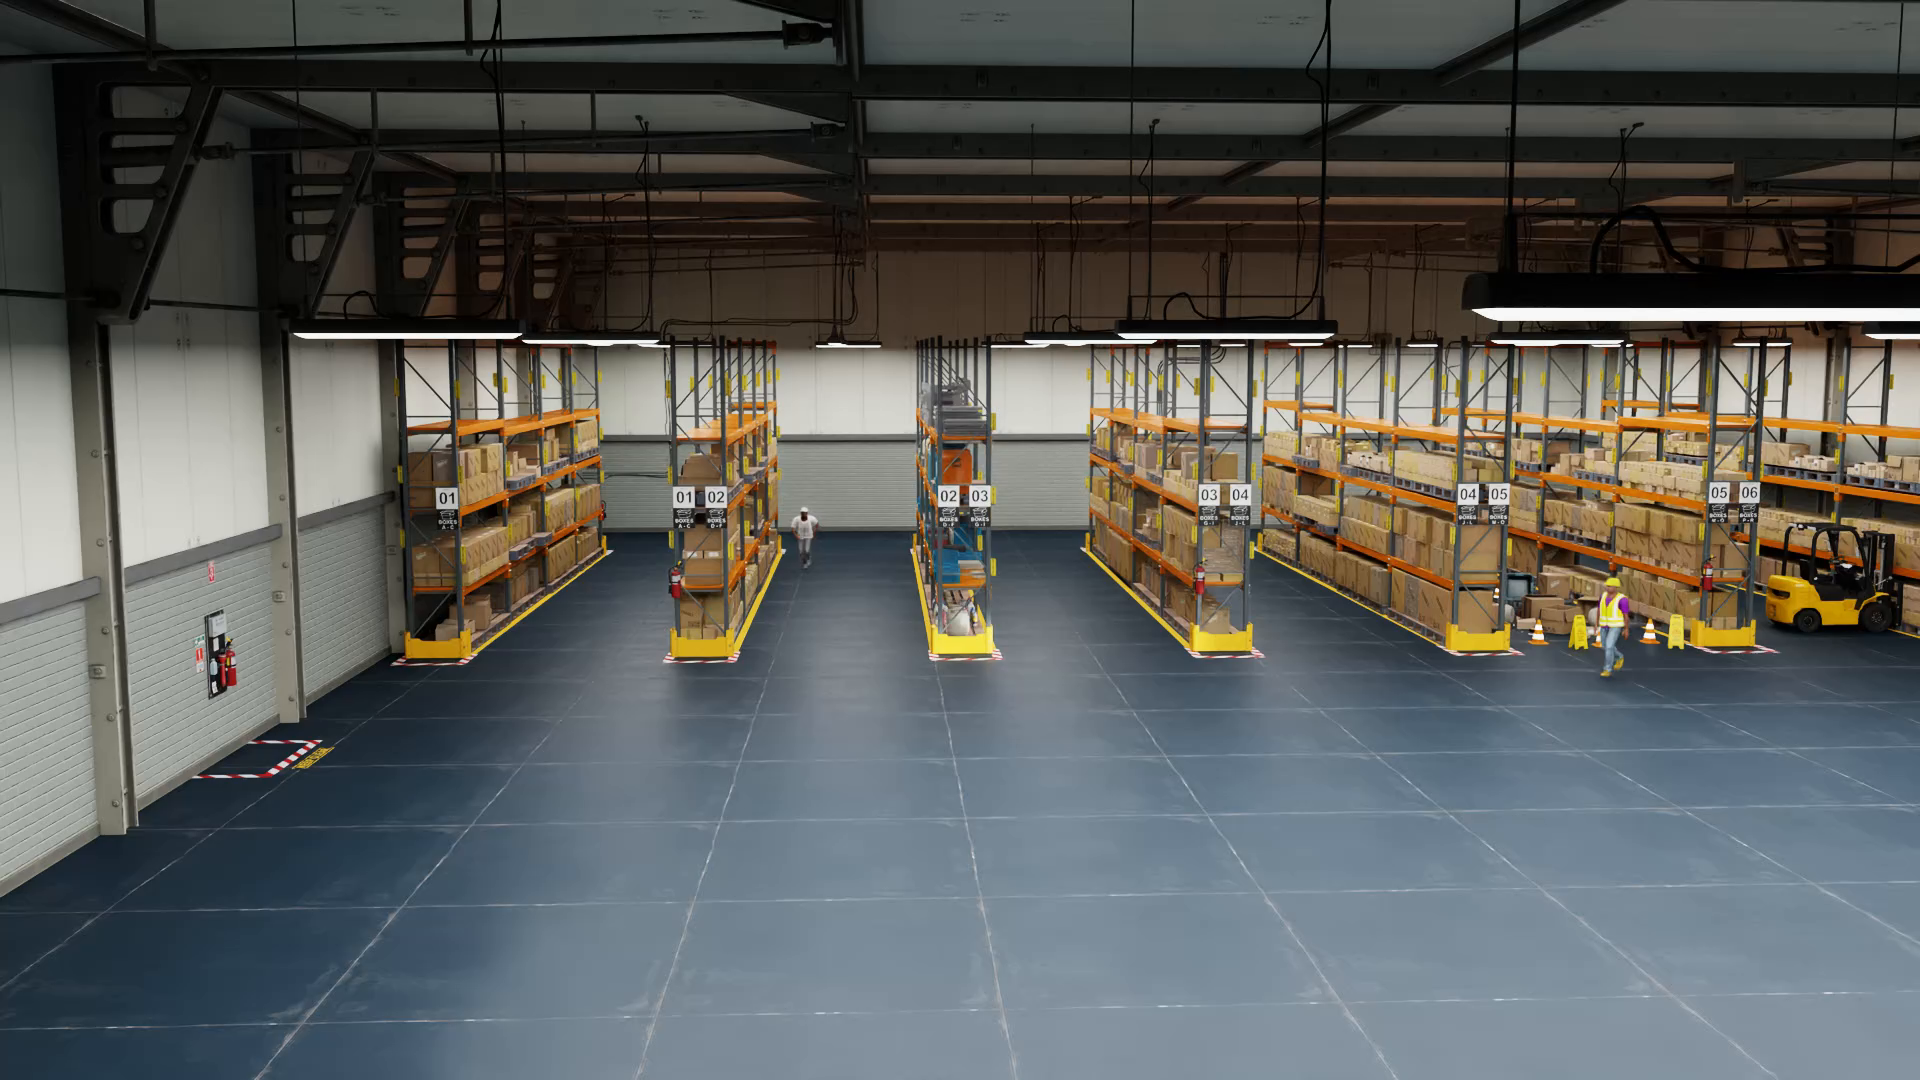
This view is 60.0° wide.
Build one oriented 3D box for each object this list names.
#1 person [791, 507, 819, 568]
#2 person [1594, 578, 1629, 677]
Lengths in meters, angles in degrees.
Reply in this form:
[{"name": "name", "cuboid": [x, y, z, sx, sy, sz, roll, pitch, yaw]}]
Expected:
[{"name": "person", "cuboid": [-4.079, -0.094, 43.696, 0.695, 1.593, 0.715, 1, 7, 6]}, {"name": "person", "cuboid": [11.537, 1.516, 29.398, 0.928, 1.729, 0.615, -5, 8, -38]}]
